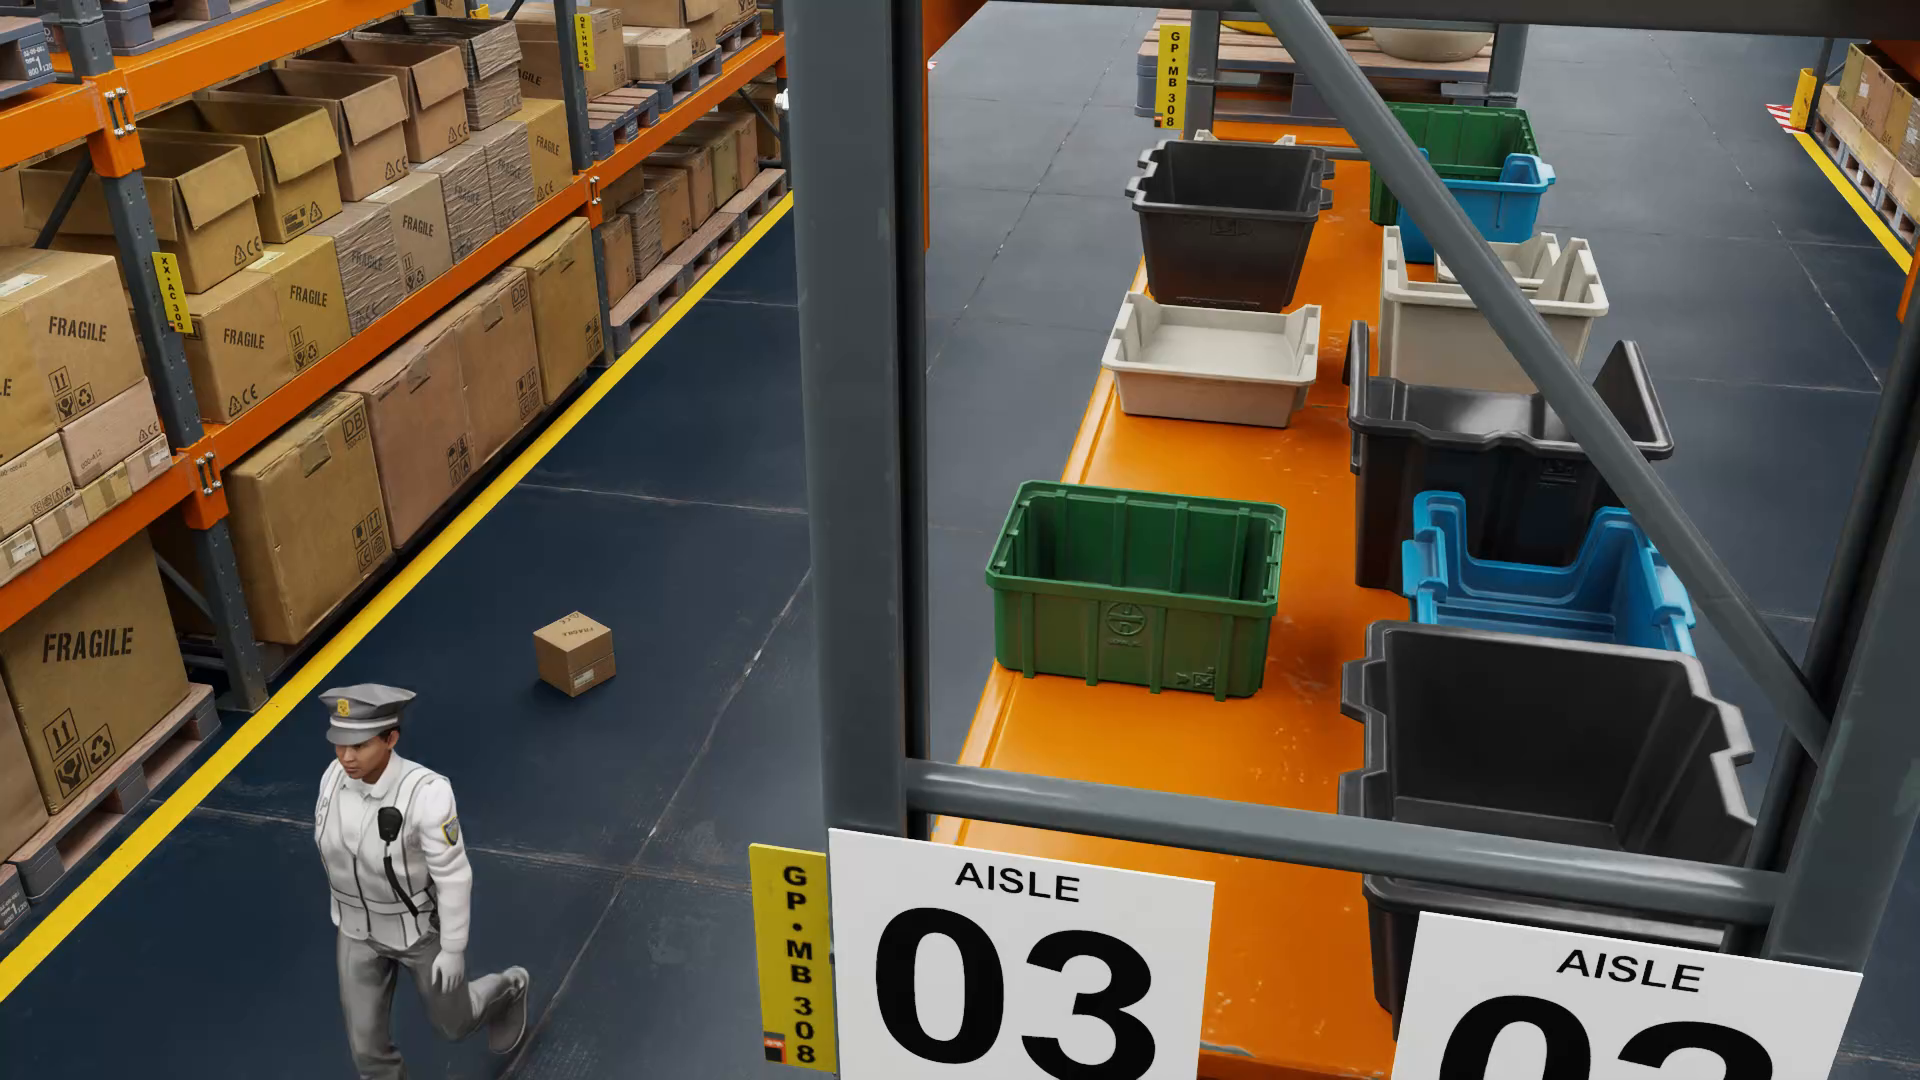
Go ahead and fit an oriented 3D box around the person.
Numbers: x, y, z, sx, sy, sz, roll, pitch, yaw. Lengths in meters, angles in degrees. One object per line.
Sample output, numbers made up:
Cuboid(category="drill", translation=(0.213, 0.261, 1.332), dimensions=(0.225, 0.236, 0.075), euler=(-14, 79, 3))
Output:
Cuboid(category="person", translation=(-1.655, 1.128, 5.034), dimensions=(0.480, 1.657, 0.817), euler=(7, 30, 13))
